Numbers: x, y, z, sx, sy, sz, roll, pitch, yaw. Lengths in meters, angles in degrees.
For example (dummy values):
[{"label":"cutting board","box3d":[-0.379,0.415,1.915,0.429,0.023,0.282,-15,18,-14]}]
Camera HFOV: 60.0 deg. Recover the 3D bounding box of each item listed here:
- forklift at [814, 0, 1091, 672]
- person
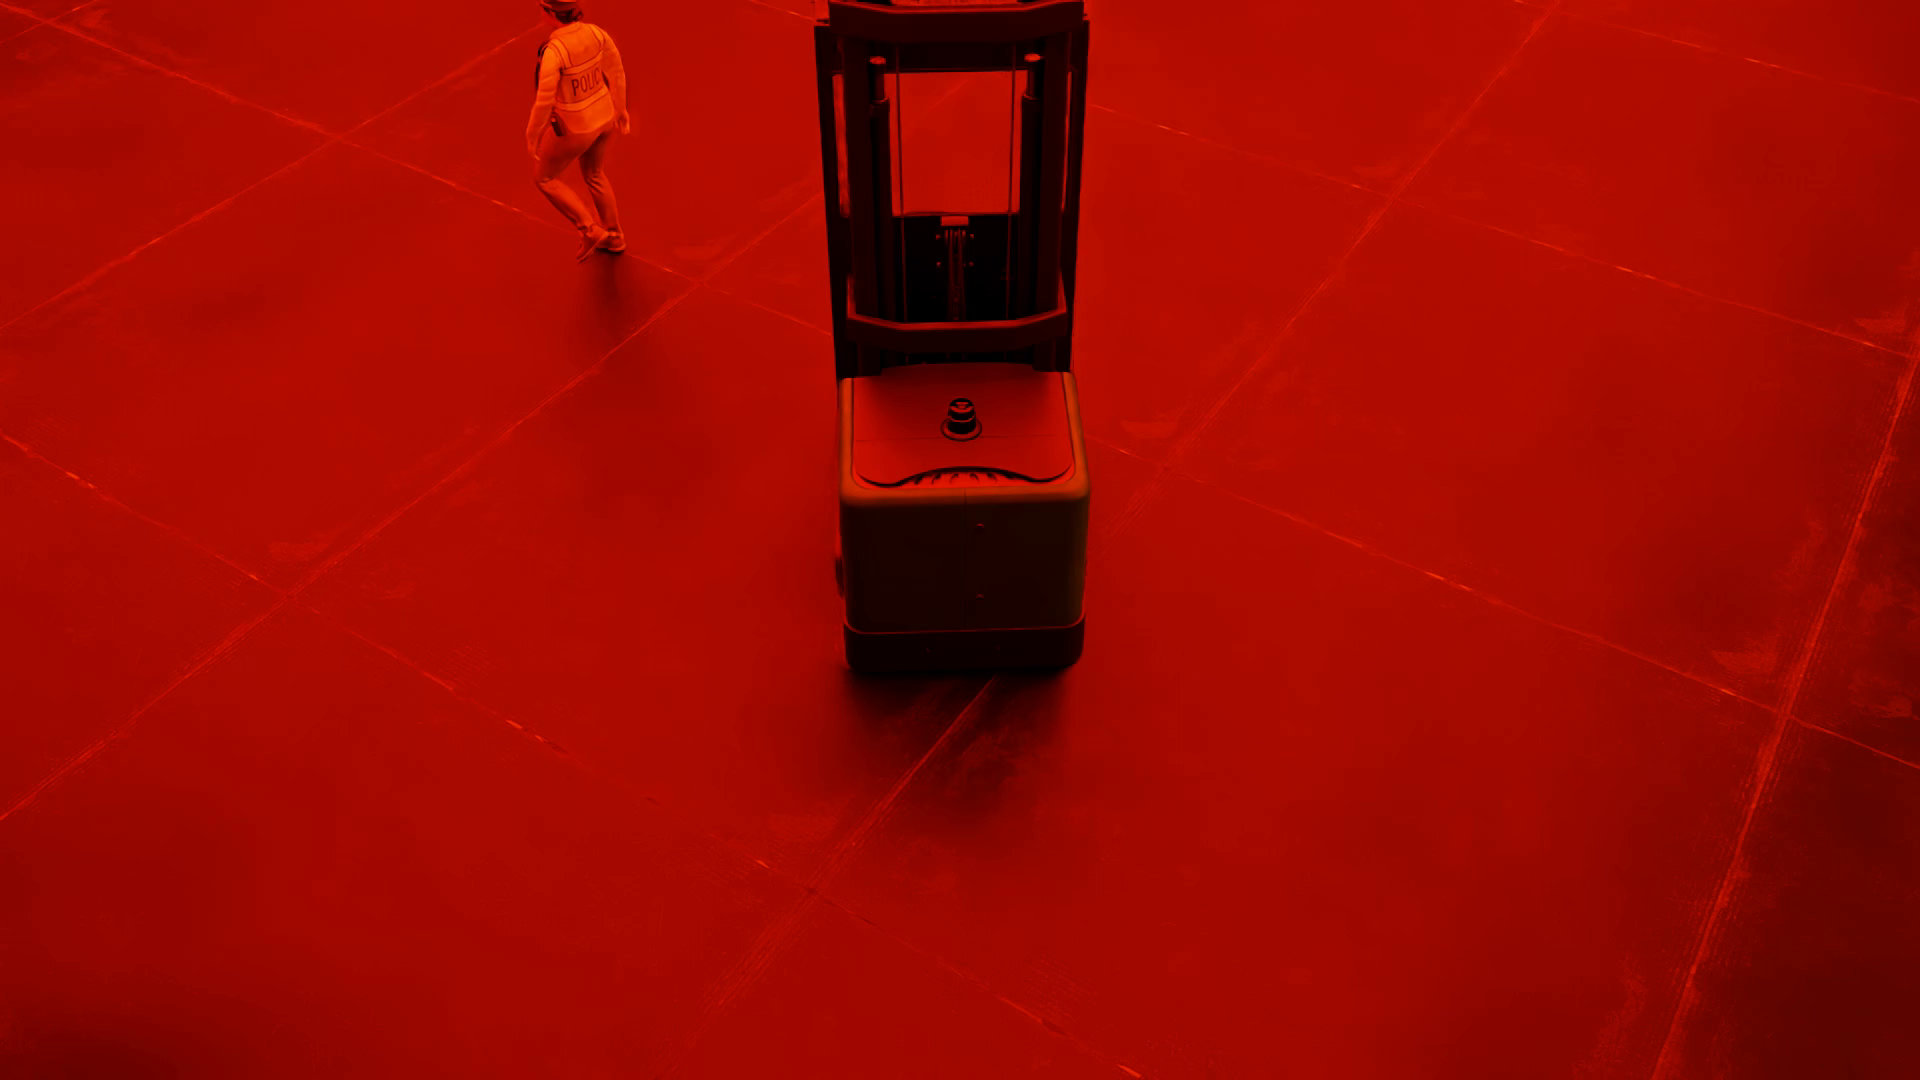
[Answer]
[{"label":"forklift","box3d":[-0.044,-1.489,7.419,1.130,2.935,3.031,-2,44,-2]},{"label":"person","box3d":[-2.134,-2.303,9.212,0.434,1.651,0.637,22,48,21]}]
